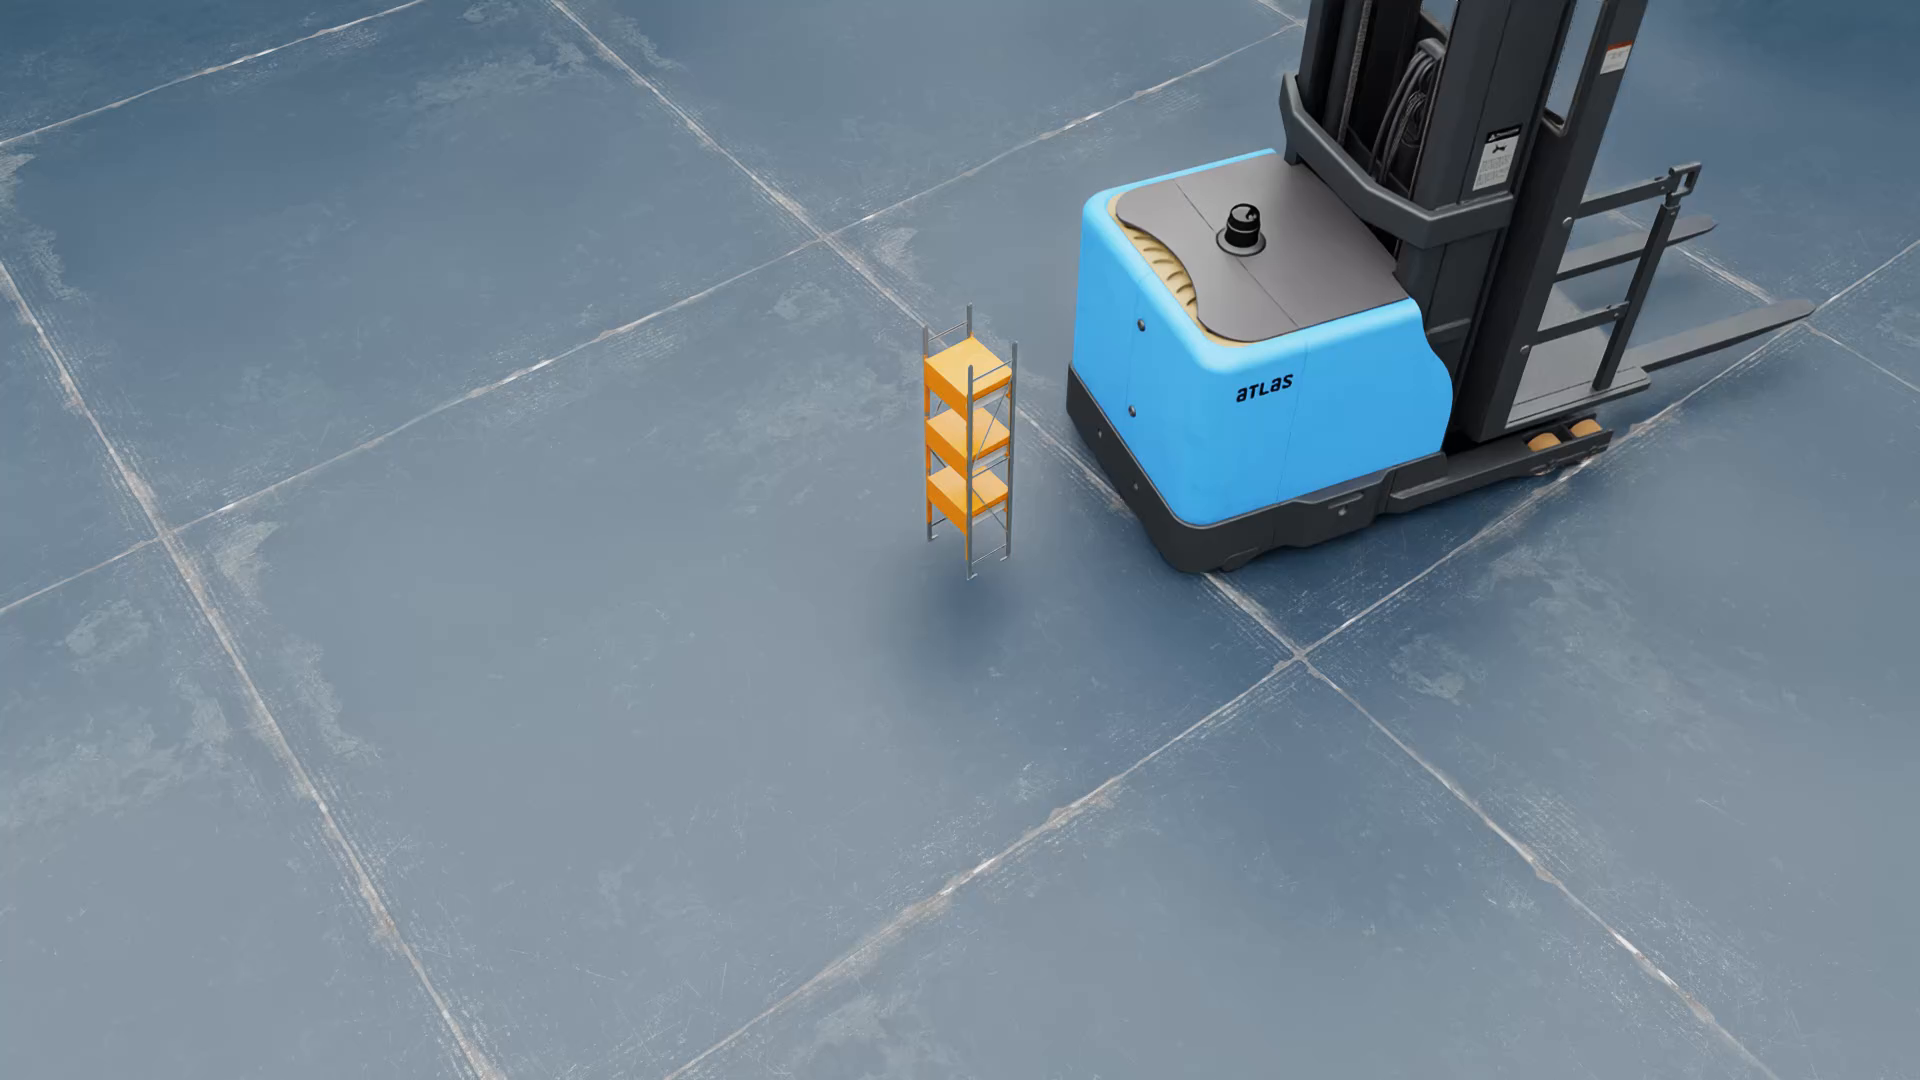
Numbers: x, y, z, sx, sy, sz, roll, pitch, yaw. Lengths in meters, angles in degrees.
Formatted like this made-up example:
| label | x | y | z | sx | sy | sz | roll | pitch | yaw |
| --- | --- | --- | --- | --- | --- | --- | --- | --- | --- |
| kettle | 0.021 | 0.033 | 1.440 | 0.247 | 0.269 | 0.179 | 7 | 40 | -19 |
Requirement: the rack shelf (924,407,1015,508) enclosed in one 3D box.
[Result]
| label | x | y | z | sx | sy | sz | roll | pitch | yaw |
| --- | --- | --- | --- | --- | --- | --- | --- | --- | --- |
| rack shelf | 0.032 | -0.314 | 5.840 | 0.215 | 0.259 | 0.240 | -29 | 54 | -24 |

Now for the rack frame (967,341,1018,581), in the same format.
| label | x | y | z | sx | sy | sz | roll | pitch | yaw |
| --- | --- | --- | --- | --- | --- | --- | --- | --- | --- |
| rack frame | 0.106 | -0.249 | 5.767 | 0.200 | 1.050 | 0.008 | -29 | 54 | -24 |

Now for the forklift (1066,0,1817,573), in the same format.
| label | x | y | z | sx | sy | sz | roll | pitch | yaw |
| --- | --- | --- | --- | --- | --- | --- | --- | --- | --- |
| forklift | 1.989 | -1.583 | 5.707 | 3.031 | 2.935 | 1.130 | -17 | 50 | -15 |

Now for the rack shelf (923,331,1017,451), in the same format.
| label | x | y | z | sx | sy | sz | roll | pitch | yaw |
| --- | --- | --- | --- | --- | --- | --- | --- | --- | --- |
| rack shelf | 0.032 | -0.505 | 5.630 | 0.215 | 0.259 | 0.240 | -29 | 54 | -24 |

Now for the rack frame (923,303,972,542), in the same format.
| label | x | y | z | sx | sy | sz | roll | pitch | yaw |
| --- | --- | --- | --- | --- | --- | --- | --- | --- | --- |
| rack frame | -0.041 | -0.393 | 5.898 | 0.200 | 1.050 | 0.008 | -29 | 54 | -24 |

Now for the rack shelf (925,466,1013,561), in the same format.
| label | x | y | z | sx | sy | sz | roll | pitch | yaw |
| --- | --- | --- | --- | --- | --- | --- | --- | --- | --- |
| rack shelf | 0.032 | -0.127 | 6.046 | 0.215 | 0.259 | 0.240 | -29 | 54 | -24 |

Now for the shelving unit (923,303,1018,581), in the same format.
| label | x | y | z | sx | sy | sz | roll | pitch | yaw |
| --- | --- | --- | --- | --- | --- | --- | --- | --- | --- |
| shelving unit | 0.032 | -0.321 | 5.832 | 0.215 | 1.050 | 0.252 | -29 | 54 | -24 |
